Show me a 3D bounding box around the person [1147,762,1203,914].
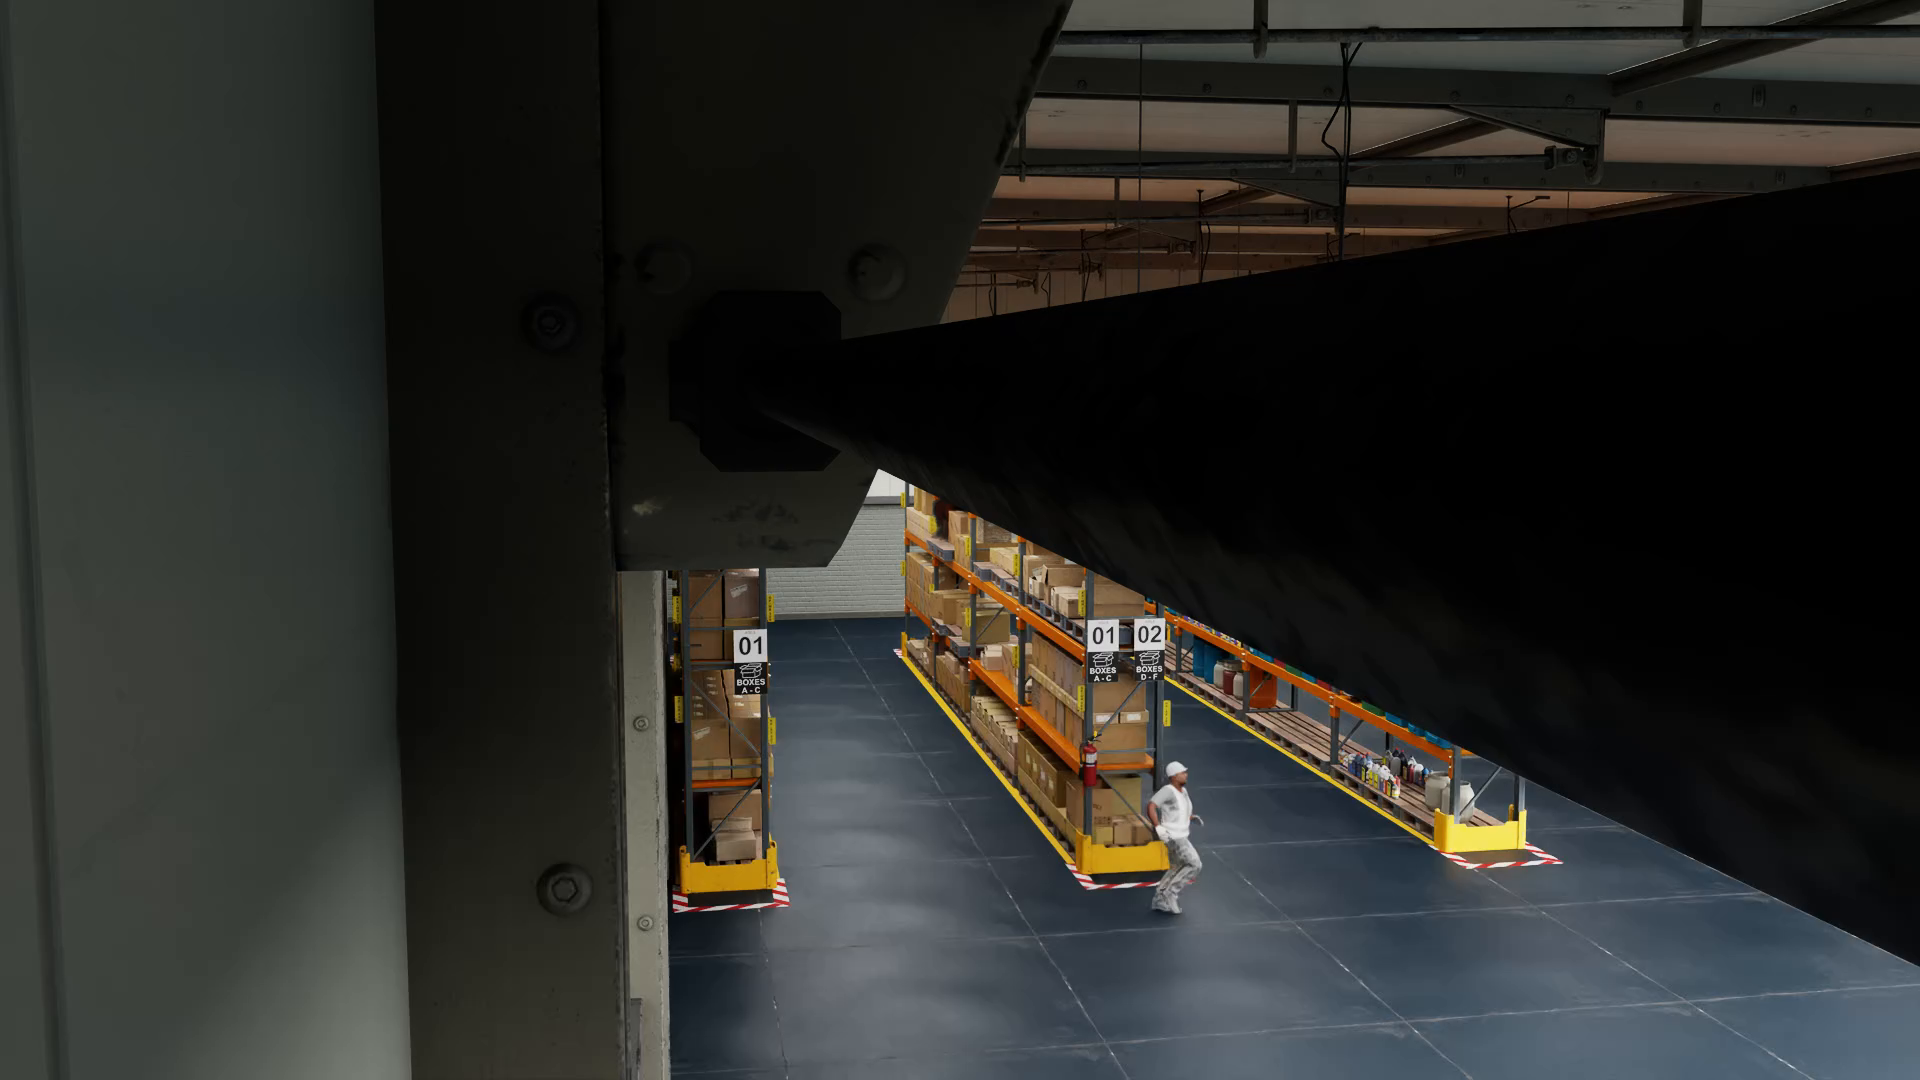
[{"bbox_3d":[2.529,3.452,19.372,0.621,1.724,0.711,2,6,16],"label":"person"}]
